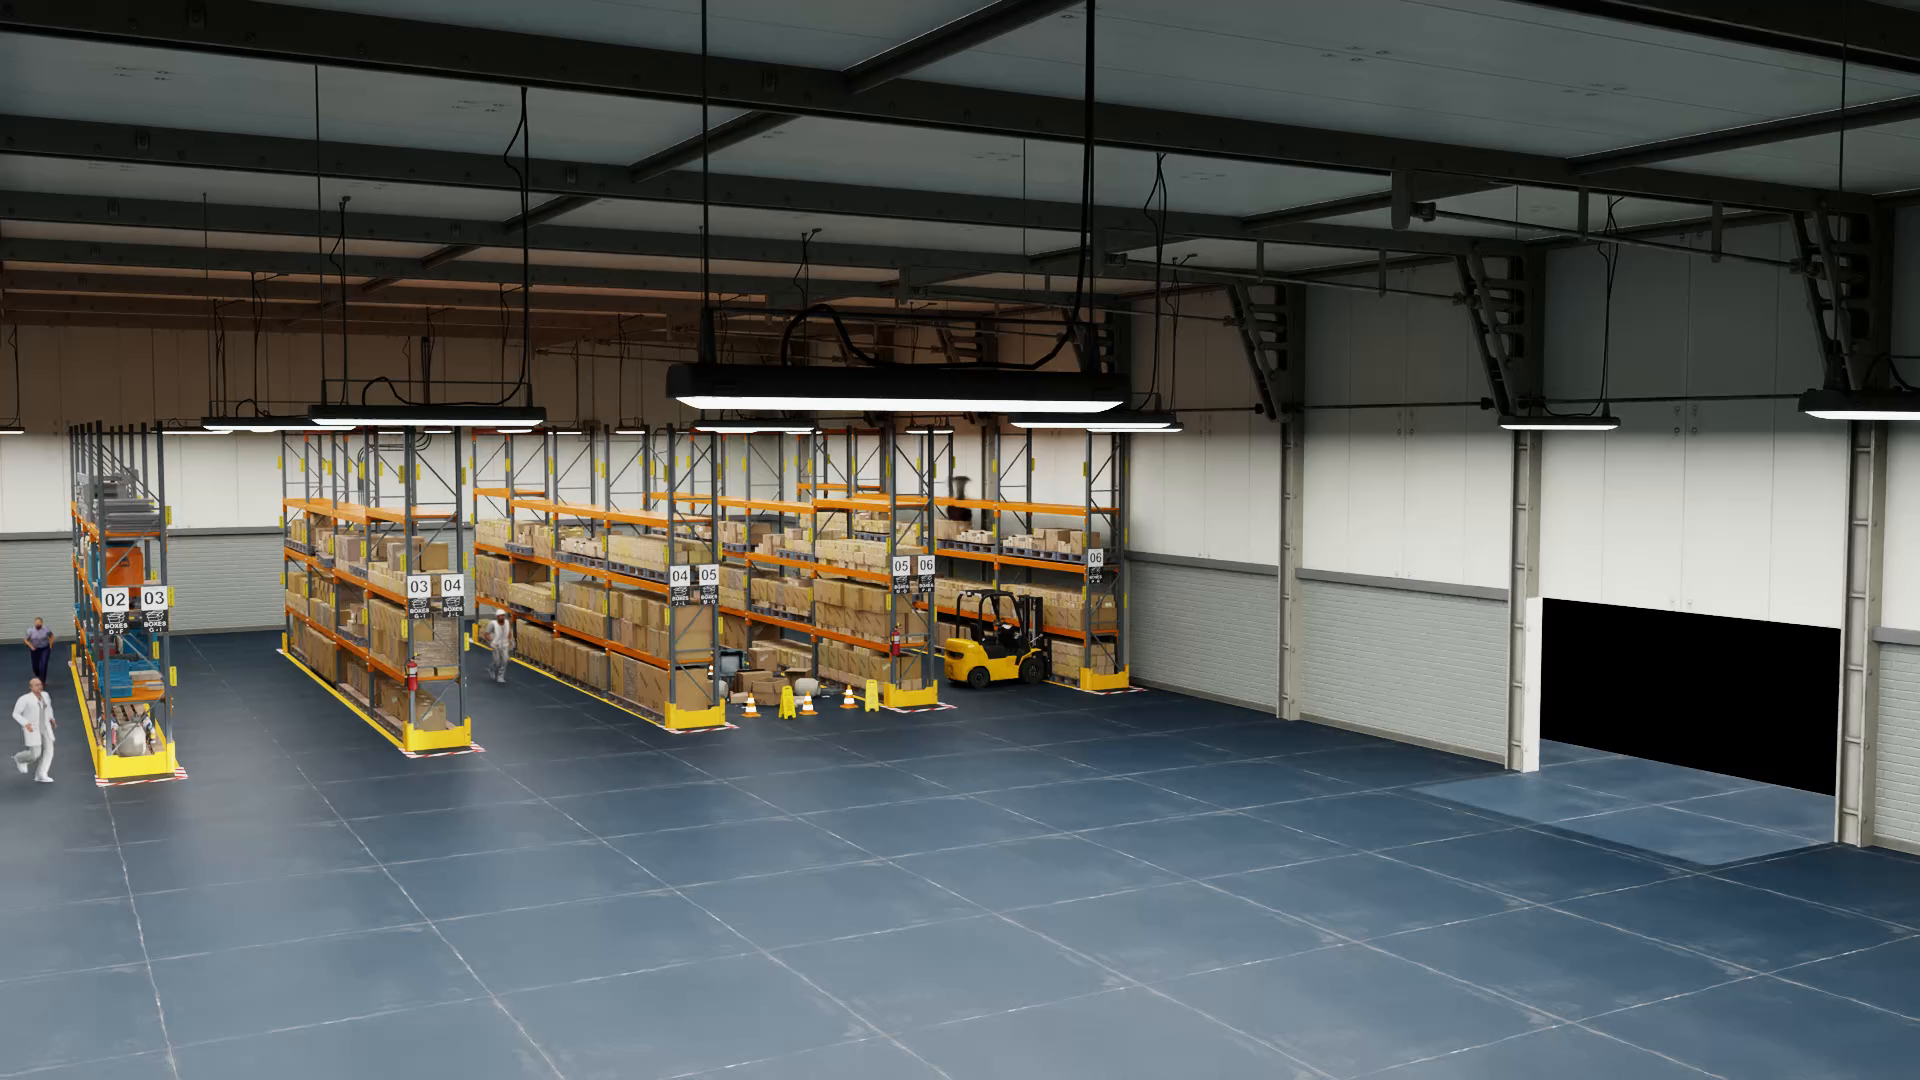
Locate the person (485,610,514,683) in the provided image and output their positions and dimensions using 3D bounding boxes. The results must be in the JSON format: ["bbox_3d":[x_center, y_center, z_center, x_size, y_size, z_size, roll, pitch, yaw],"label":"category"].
[{"bbox_3d":[-10.785,2.473,38.830,0.682,1.729,0.710,-3,4,-38],"label":"person"}]

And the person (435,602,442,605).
[{"bbox_3d":[-14.077,2.139,44.506,0.552,1.688,0.703,-3,4,-37],"label":"person"}]

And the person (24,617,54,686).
[{"bbox_3d":[-21.252,2.574,38.408,0.604,1.585,0.715,-2,4,-24],"label":"person"}]

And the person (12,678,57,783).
[{"bbox_3d":[-15.372,3.158,27.650,0.726,1.733,0.724,2,4,27],"label":"person"}]
